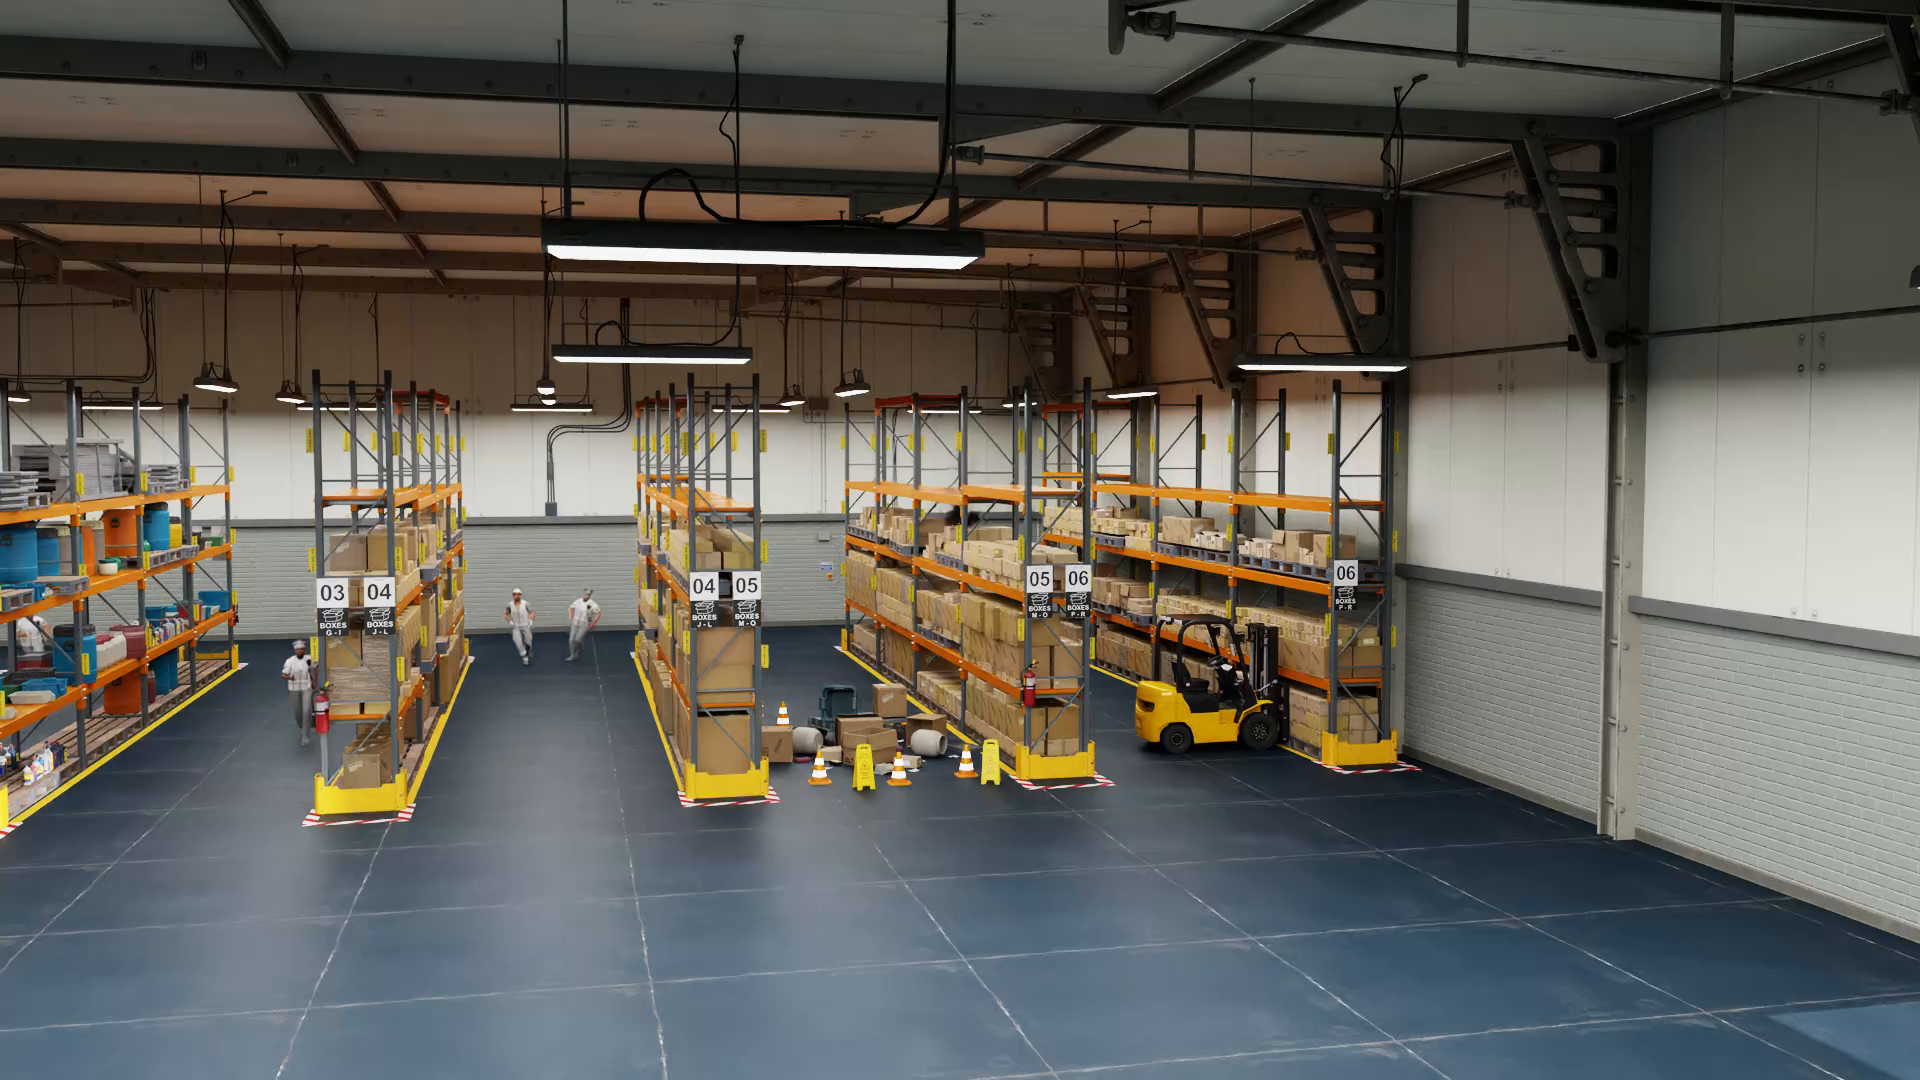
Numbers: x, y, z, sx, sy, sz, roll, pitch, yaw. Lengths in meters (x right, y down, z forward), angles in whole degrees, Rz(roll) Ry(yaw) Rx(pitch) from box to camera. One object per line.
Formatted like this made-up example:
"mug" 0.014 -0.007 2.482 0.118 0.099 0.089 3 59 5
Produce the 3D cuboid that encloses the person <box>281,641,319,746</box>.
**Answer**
"person" -11.059 2.528 27.884 0.577 1.715 0.907 -1 3 -17

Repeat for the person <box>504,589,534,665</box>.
"person" -10.004 1.967 37.735 0.661 1.720 0.636 -1 3 -9

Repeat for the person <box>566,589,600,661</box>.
"person" -8.730 1.952 38.351 0.754 1.678 0.510 0 3 9

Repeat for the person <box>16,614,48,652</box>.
"person" -19.137 2.207 34.286 0.567 1.729 0.785 -1 3 -20
